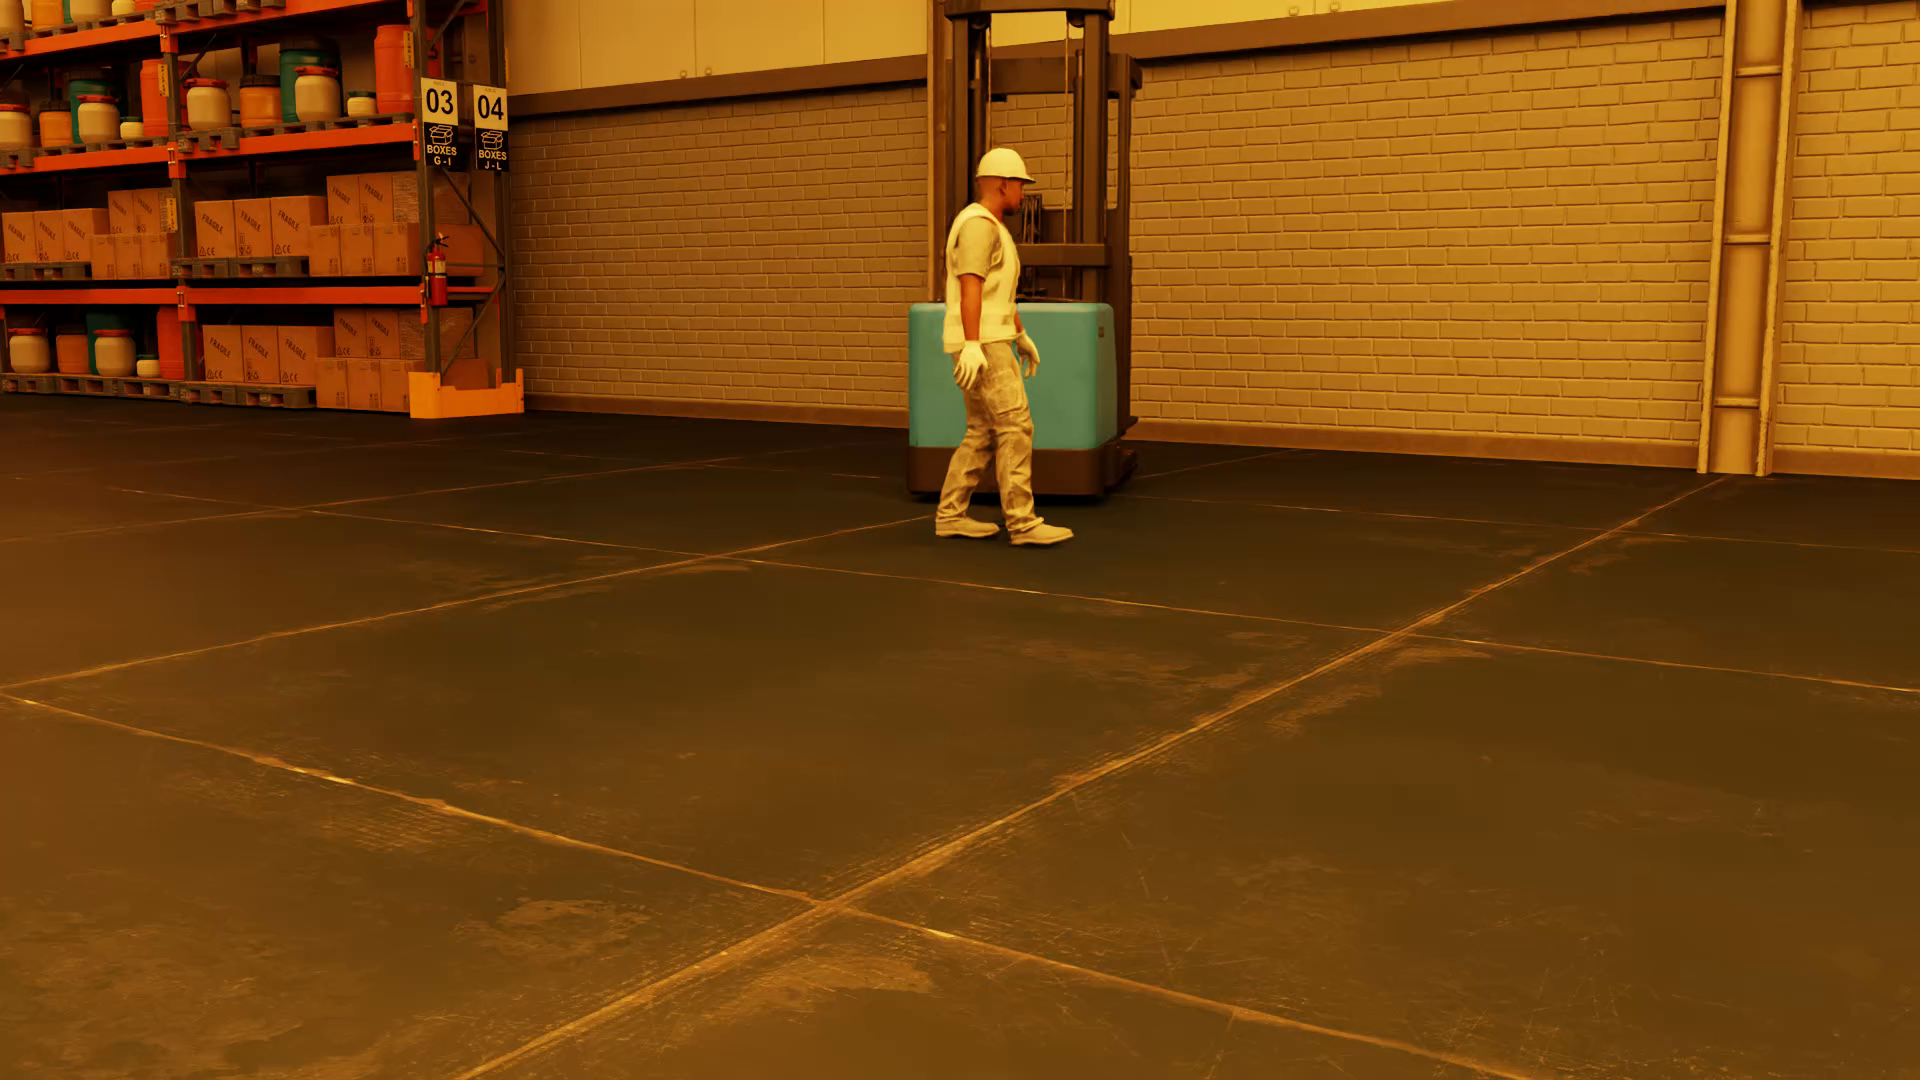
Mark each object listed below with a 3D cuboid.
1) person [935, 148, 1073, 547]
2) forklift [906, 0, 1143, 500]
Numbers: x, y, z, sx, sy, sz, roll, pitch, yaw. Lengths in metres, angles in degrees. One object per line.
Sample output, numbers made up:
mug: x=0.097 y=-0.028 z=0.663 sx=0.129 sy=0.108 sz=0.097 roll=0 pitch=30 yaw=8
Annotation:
person: x=0.196 y=-0.861 z=7.474 sx=0.643 sy=1.761 sz=0.717 roll=1 pitch=8 yaw=4
forklift: x=0.509 y=-1.836 z=10.107 sx=1.130 sy=2.935 sz=3.031 roll=2 pitch=8 yaw=12
